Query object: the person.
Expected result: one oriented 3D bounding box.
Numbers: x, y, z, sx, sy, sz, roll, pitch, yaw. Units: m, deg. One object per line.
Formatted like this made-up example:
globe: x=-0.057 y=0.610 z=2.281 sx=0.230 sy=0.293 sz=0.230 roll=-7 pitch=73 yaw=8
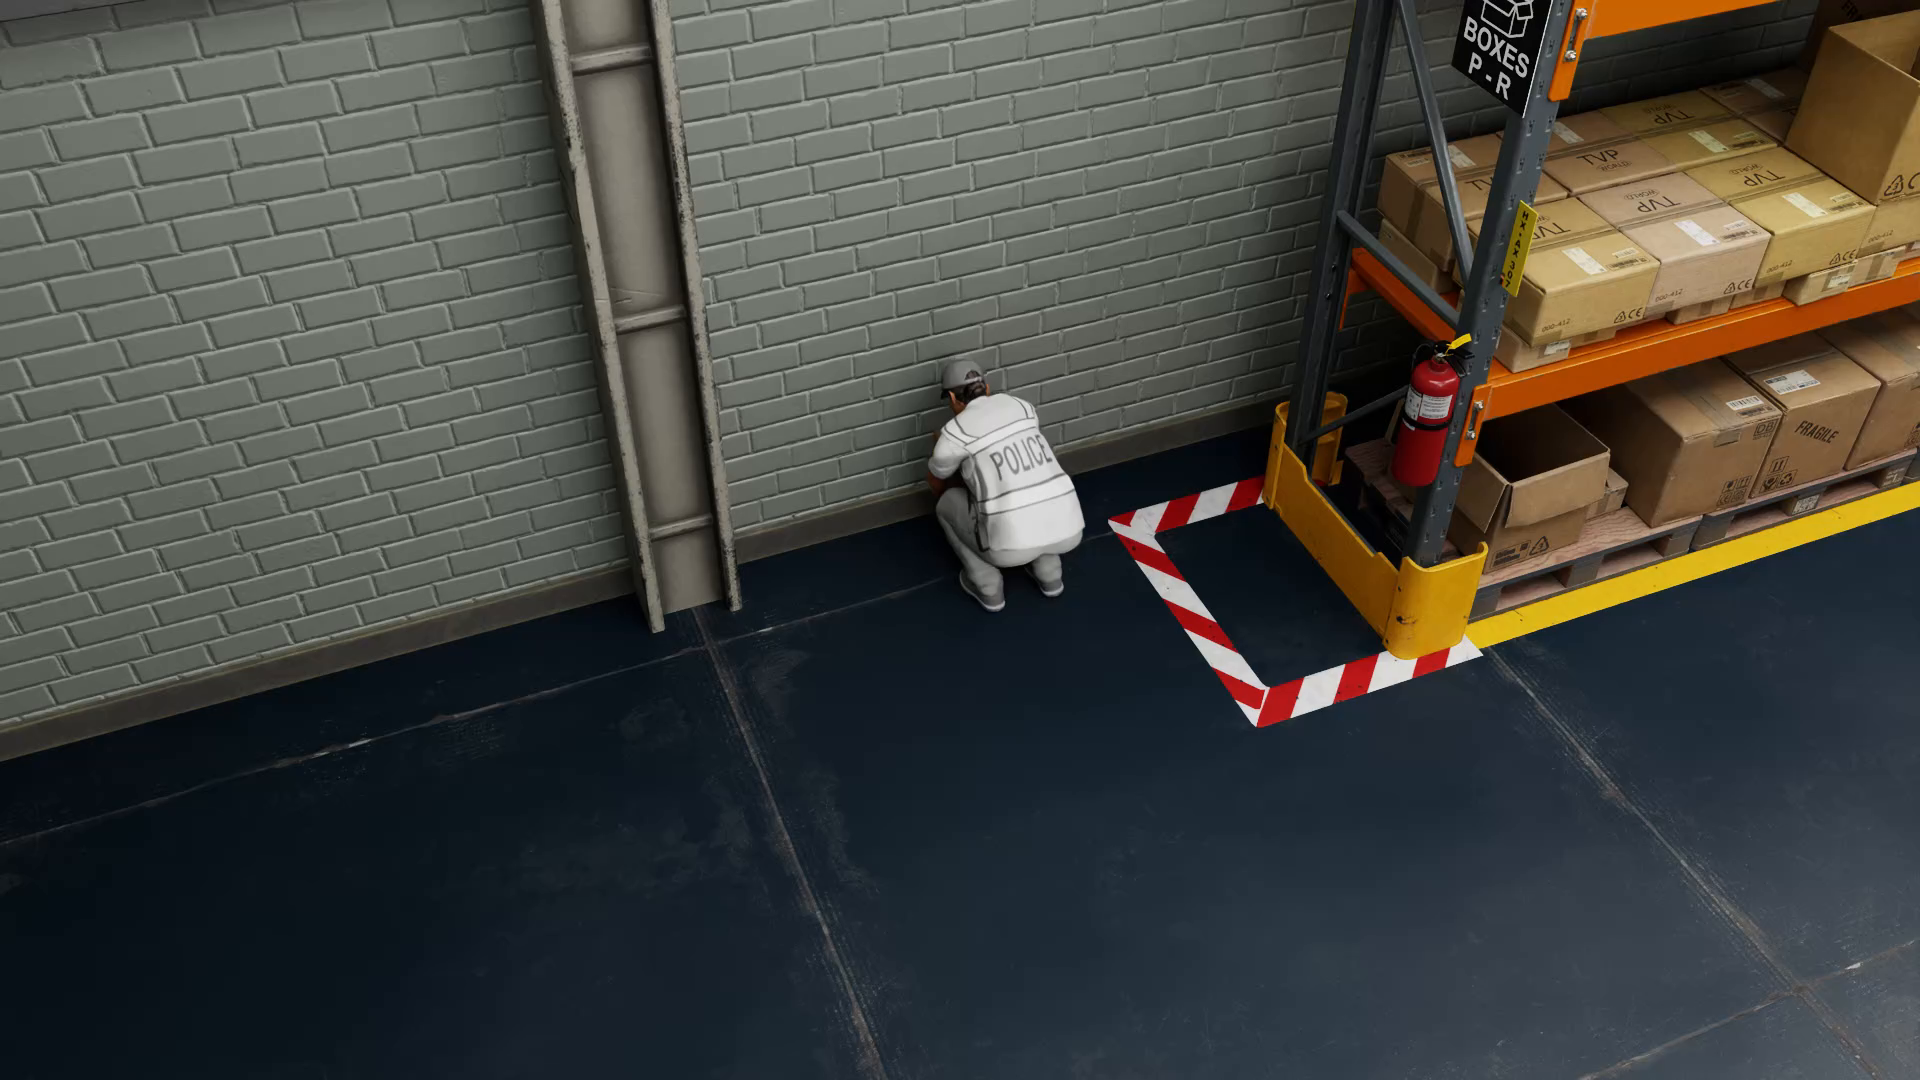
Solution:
person: x=0.173 y=-0.218 z=6.954 sx=0.525 sy=0.935 sz=0.857 roll=-15 pitch=44 yaw=-17
